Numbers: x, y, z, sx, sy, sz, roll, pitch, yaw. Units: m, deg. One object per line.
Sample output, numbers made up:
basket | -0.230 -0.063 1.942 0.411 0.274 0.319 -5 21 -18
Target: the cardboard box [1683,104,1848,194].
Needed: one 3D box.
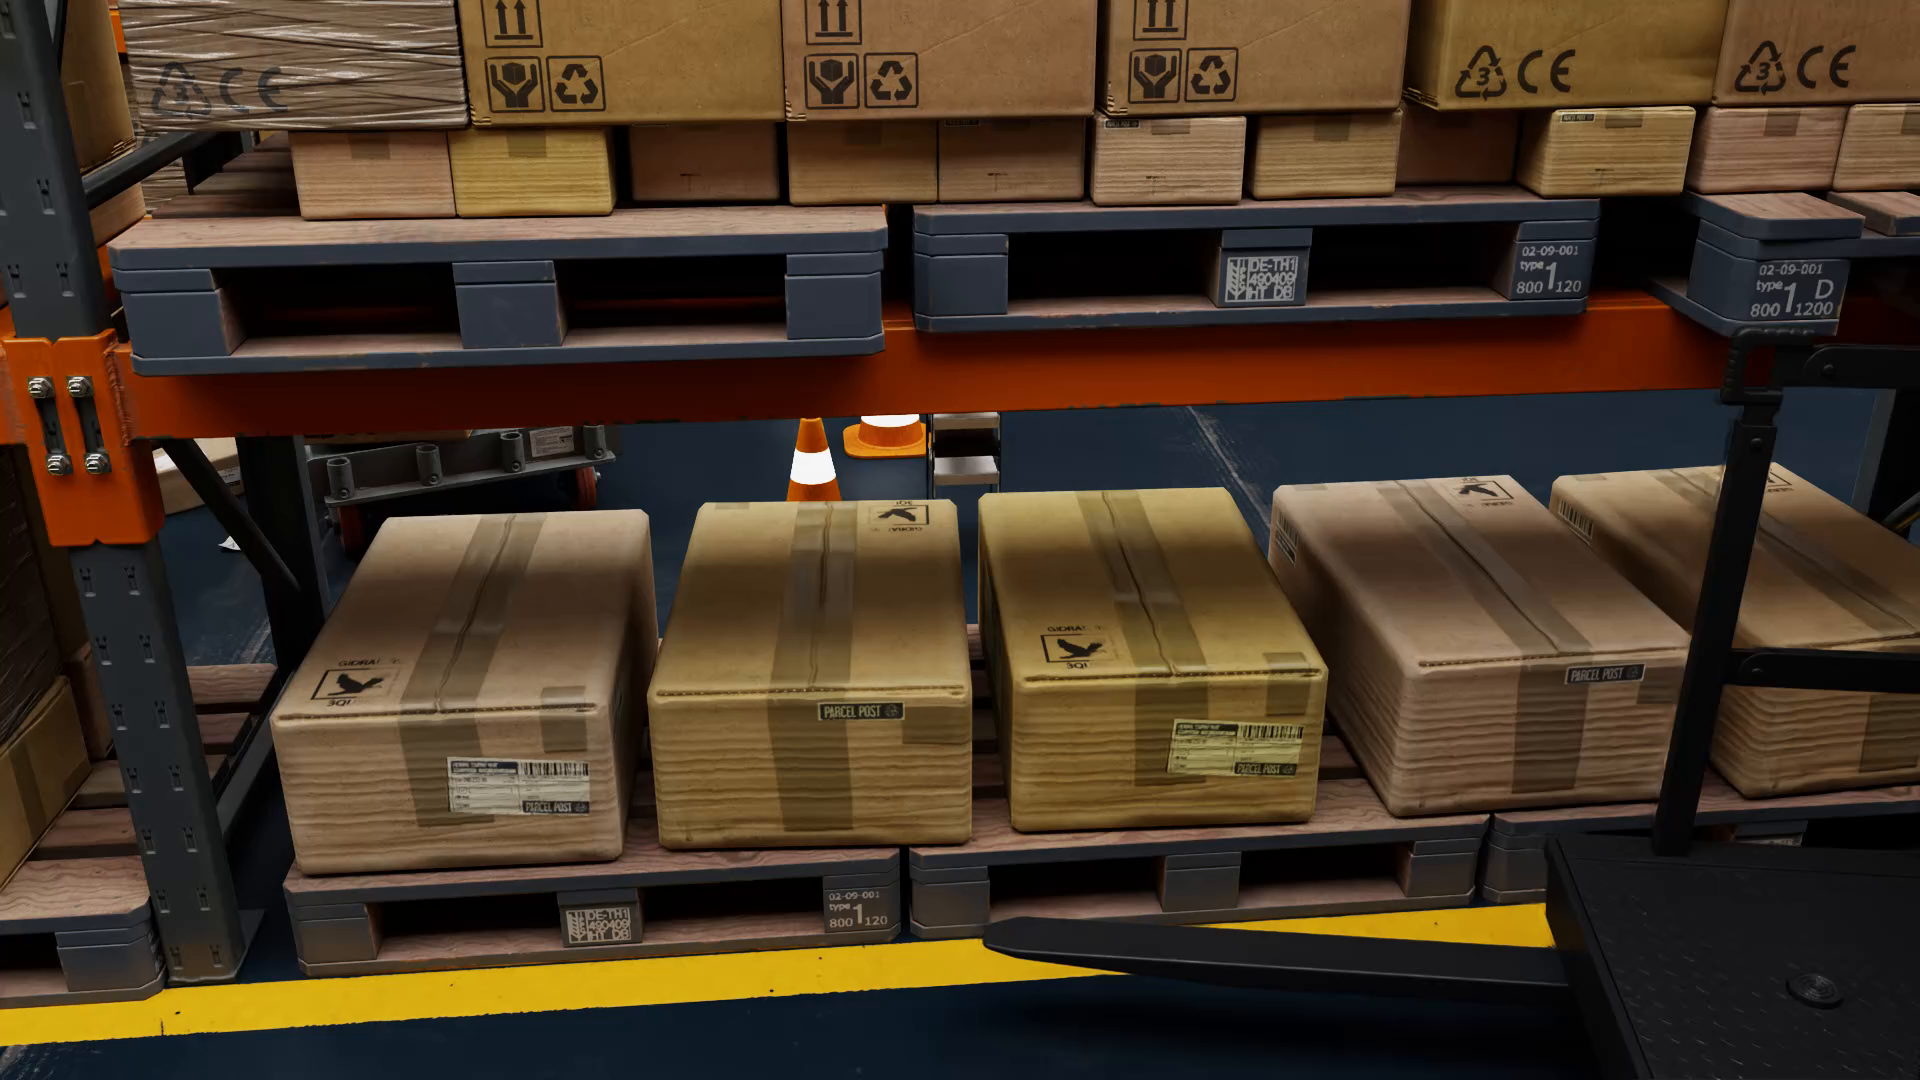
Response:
cardboard box | 1.379 -0.749 3.035 0.250 0.149 0.380 -3 24 -8

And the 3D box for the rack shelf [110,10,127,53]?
rack shelf | -4.119 -2.284 7.580 4.000 0.370 1.077 -2 24 -5

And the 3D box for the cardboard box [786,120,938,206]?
cardboard box | -0.177 -0.709 2.944 0.250 0.149 0.380 -2 24 -4

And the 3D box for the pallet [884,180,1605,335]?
pallet | 0.473 -0.672 3.305 1.213 0.211 1.003 -2 24 -5

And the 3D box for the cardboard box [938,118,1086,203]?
cardboard box | 0.070 -0.718 2.965 0.250 0.149 0.380 -2 24 -5

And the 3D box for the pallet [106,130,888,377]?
pallet | -0.767 -0.580 3.097 1.213 0.211 1.003 -2 24 -5

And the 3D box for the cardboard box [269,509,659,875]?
cardboard box | -1.020 0.291 3.619 0.625 0.372 0.950 -2 24 -4

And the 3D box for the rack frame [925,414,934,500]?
rack frame | -0.093 -0.407 5.059 0.006 0.900 0.240 -2 24 -5

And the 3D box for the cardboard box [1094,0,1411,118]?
cardboard box | 0.455 -1.031 2.870 0.500 0.500 0.500 -3 24 -7

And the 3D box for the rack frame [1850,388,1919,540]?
rack frame | 2.439 -0.855 3.481 0.127 3.000 1.000 -2 24 -5

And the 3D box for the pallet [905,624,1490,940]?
pallet | 0.450 0.497 3.872 1.213 0.211 1.003 -2 24 -5

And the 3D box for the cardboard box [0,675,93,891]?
cardboard box | -2.104 0.501 3.297 0.500 0.250 0.500 -1 24 -3

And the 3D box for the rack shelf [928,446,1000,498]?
rack shelf | 0.008 -0.217 5.155 0.200 0.077 0.258 -2 24 -5

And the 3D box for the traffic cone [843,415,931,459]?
traffic cone | -0.255 -0.567 5.957 0.334 0.463 0.336 -2 24 -5

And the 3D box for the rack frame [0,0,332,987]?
rack frame | -1.542 -0.695 3.122 0.127 3.000 1.000 -2 24 -5

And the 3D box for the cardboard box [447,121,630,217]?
cardboard box | -0.711 -0.673 2.864 0.250 0.149 0.380 -2 24 -4

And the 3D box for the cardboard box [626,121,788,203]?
cardboard box | -0.437 -0.716 2.959 0.250 0.149 0.380 -1 24 -2

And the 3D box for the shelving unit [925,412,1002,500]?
shelving unit | 0.008 -0.412 5.068 0.210 0.900 0.258 -2 24 -5

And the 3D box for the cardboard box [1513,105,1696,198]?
cardboard box | 1.106 -0.732 2.997 0.250 0.149 0.380 -2 24 -4

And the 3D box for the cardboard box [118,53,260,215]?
cardboard box | -3.658 -1.879 7.883 0.875 0.875 0.875 -2 24 -5

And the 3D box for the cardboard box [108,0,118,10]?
cardboard box | -3.589 -2.736 7.528 0.550 0.550 0.875 -2 24 -5

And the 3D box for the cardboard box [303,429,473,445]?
cardboard box | -1.747 -0.618 5.091 0.500 0.500 0.500 -2 24 -5

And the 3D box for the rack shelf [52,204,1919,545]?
rack shelf | 0.449 -0.447 3.447 4.000 0.370 1.077 -2 24 -5

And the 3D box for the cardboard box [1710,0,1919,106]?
cardboard box | 1.500 -1.073 2.965 0.500 0.500 0.500 -3 24 -6

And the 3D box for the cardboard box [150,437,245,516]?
cardboard box | -2.563 -0.281 5.555 0.258 0.266 0.396 22 32 40

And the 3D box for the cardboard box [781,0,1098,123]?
cardboard box | -0.055 -1.006 2.814 0.500 0.500 0.500 -2 24 -5

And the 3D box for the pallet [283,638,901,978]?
pallet | -0.767 0.547 3.759 1.213 0.211 1.003 -2 24 -5

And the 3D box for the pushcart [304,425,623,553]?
pushcart | -1.816 -0.417 5.723 0.936 0.377 1.648 -11 26 -23

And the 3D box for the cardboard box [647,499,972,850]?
cardboard box | -0.305 0.261 3.687 0.625 0.372 0.950 -1 24 -2

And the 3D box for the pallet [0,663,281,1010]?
pallet | -2.207 0.620 3.595 1.213 0.211 1.003 -2 24 -5

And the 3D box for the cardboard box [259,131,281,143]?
cardboard box | -2.762 -1.916 7.967 0.875 0.875 0.875 -2 24 -4

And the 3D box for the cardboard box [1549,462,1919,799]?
cardboard box | 1.876 0.172 3.888 0.625 0.372 0.950 -4 24 -9

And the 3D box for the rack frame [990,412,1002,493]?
rack frame | 0.109 -0.416 5.077 0.006 0.900 0.240 -2 24 -5

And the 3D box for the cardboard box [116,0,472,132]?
cardboard box | -1.047 -0.972 2.737 0.500 0.500 0.500 -2 24 -4

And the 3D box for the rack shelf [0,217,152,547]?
rack shelf | -3.532 -0.287 3.088 4.000 0.370 1.077 -2 24 -5

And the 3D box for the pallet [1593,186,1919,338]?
pallet | 1.740 -0.696 3.359 1.003 0.211 1.213 -2 24 -5

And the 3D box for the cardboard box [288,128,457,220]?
cardboard box | -0.961 -0.667 2.850 0.250 0.149 0.380 -2 24 -4

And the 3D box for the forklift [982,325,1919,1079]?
forklift | 1.521 -0.224 2.146 3.031 2.935 1.130 2 24 5

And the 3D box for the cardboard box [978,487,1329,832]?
cardboard box | 0.387 0.233 3.751 0.625 0.372 0.950 -2 24 -3

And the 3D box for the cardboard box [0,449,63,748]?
cardboard box | -2.104 0.159 3.145 0.500 0.500 0.500 -3 24 -6

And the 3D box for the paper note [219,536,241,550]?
paper note | -2.237 -0.007 5.228 0.142 0.019 0.148 -2 24 -5

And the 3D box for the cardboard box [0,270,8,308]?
cardboard box | -1.832 -0.445 2.867 0.250 0.149 0.380 -3 24 -6

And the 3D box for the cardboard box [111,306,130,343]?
cardboard box | -3.093 -0.591 5.793 0.503 0.637 0.797 -2 24 -5

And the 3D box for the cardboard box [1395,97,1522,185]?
cardboard box | 0.844 -0.773 3.089 0.250 0.149 0.380 -2 24 -5

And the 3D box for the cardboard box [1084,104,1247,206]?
cardboard box | 0.339 -0.708 2.941 0.250 0.149 0.380 -1 24 -3

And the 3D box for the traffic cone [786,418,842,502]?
traffic cone | -0.445 -0.152 5.021 0.334 0.463 0.336 -2 24 -5

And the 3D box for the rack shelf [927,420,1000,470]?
rack shelf | 0.008 -0.299 5.118 0.200 0.077 0.258 -2 24 -5

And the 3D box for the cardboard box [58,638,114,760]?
cardboard box | -2.155 0.284 3.787 0.500 0.250 0.500 -3 24 -8

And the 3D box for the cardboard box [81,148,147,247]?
cardboard box | -1.887 -0.698 3.436 0.250 0.149 0.380 -2 24 -5

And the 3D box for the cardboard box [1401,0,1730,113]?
cardboard box | 0.998 -1.052 2.918 0.500 0.500 0.500 -4 24 -9

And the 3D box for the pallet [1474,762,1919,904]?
pallet | 1.661 0.450 3.978 1.213 0.211 1.003 -2 24 -5

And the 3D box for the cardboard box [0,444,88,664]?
cardboard box | -2.155 -0.059 3.635 0.500 0.500 0.500 -1 24 -3

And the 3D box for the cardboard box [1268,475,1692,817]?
cardboard box | 1.142 0.205 3.814 0.625 0.372 0.950 -3 24 -6

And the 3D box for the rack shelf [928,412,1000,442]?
rack shelf | 0.008 -0.381 5.081 0.200 0.077 0.258 -2 24 -5

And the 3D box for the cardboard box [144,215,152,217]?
cardboard box | -3.573 -1.074 7.048 0.500 0.500 0.500 2 24 4

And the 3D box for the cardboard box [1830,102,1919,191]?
cardboard box | 1.630 -0.756 3.050 0.250 0.149 0.380 -2 24 -6

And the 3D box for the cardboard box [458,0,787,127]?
cardboard box | -0.549 -0.992 2.782 0.500 0.500 0.500 -2 24 -5

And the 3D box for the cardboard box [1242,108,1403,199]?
cardboard box | 0.602 -0.730 2.992 0.250 0.149 0.380 -3 24 -7

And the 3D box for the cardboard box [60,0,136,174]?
cardboard box | -2.007 -0.972 3.255 0.500 0.500 0.500 -2 24 -5
